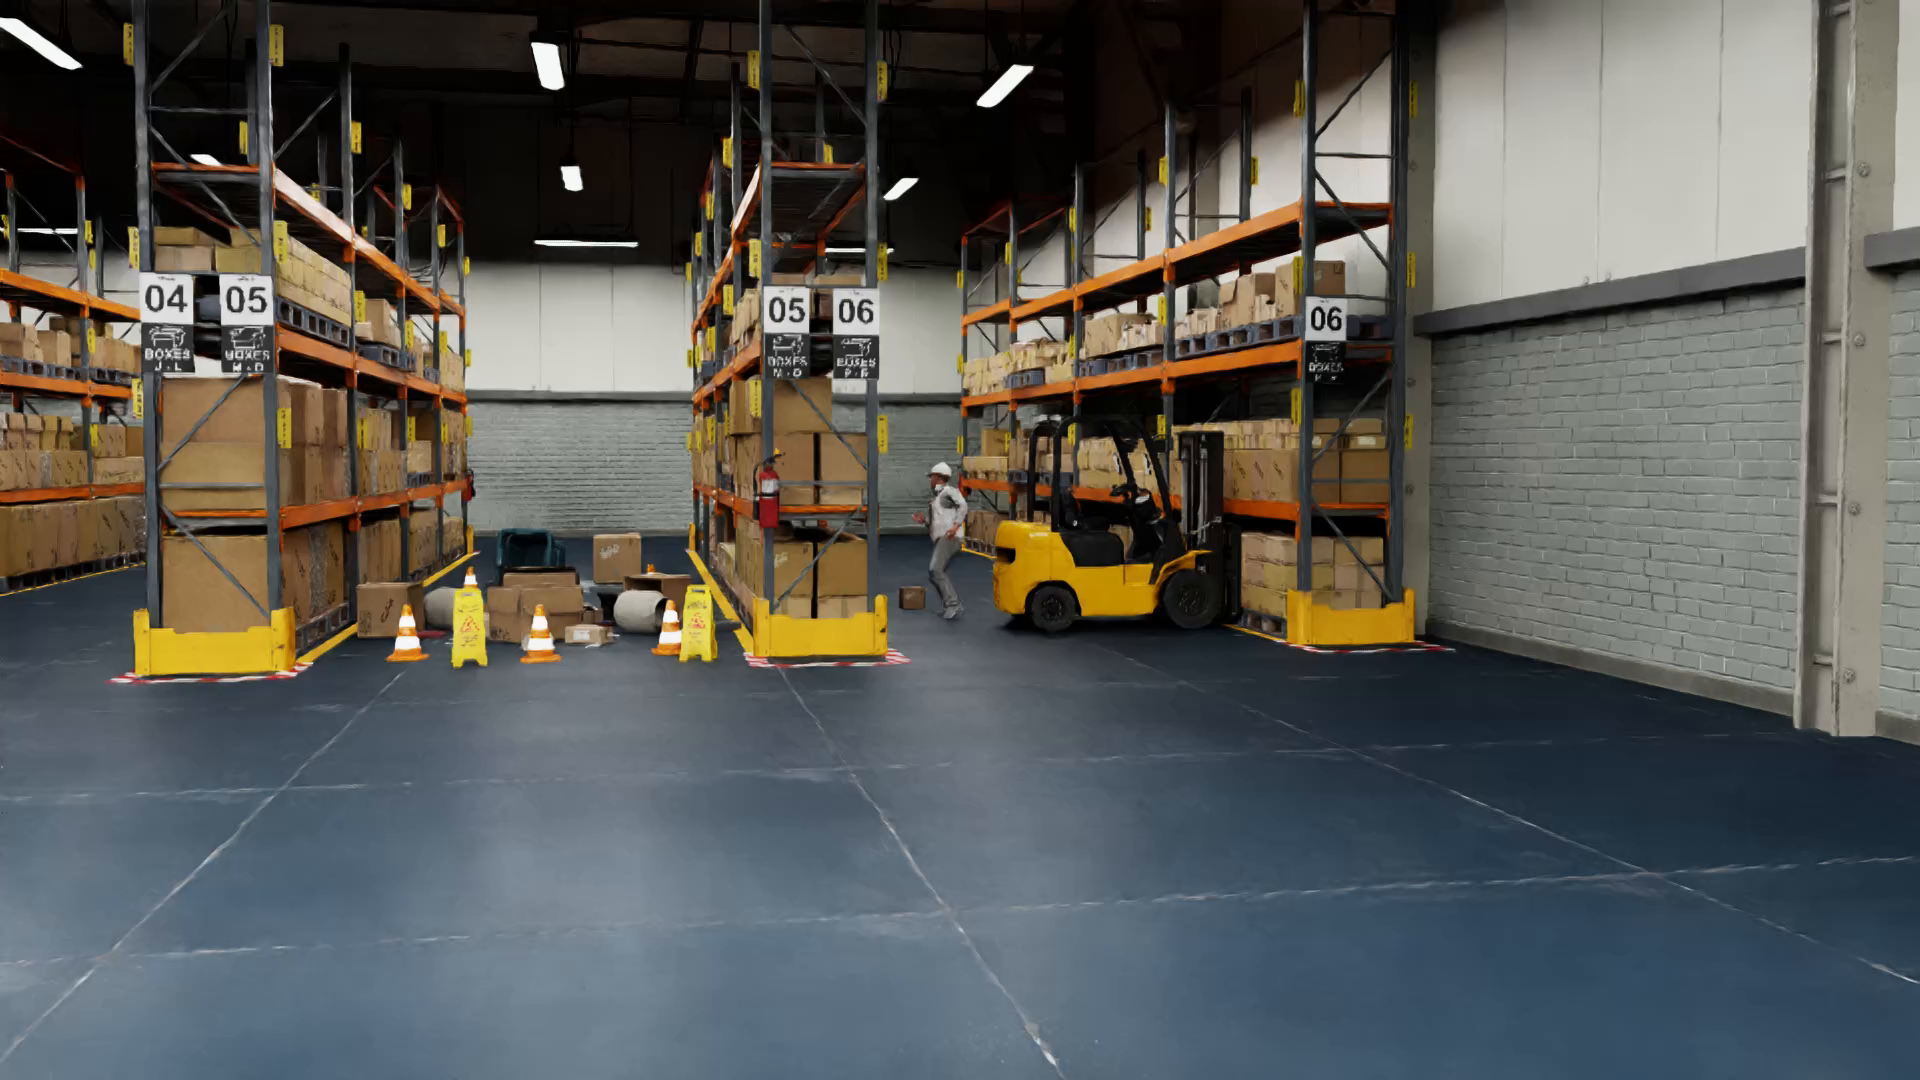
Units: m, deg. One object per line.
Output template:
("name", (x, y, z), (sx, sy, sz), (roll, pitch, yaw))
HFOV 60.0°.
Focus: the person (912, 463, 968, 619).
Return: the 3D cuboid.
("person", (-0.216, 0.010, 18.092), (0.567, 1.688, 0.905), (-1, 3, -17))
